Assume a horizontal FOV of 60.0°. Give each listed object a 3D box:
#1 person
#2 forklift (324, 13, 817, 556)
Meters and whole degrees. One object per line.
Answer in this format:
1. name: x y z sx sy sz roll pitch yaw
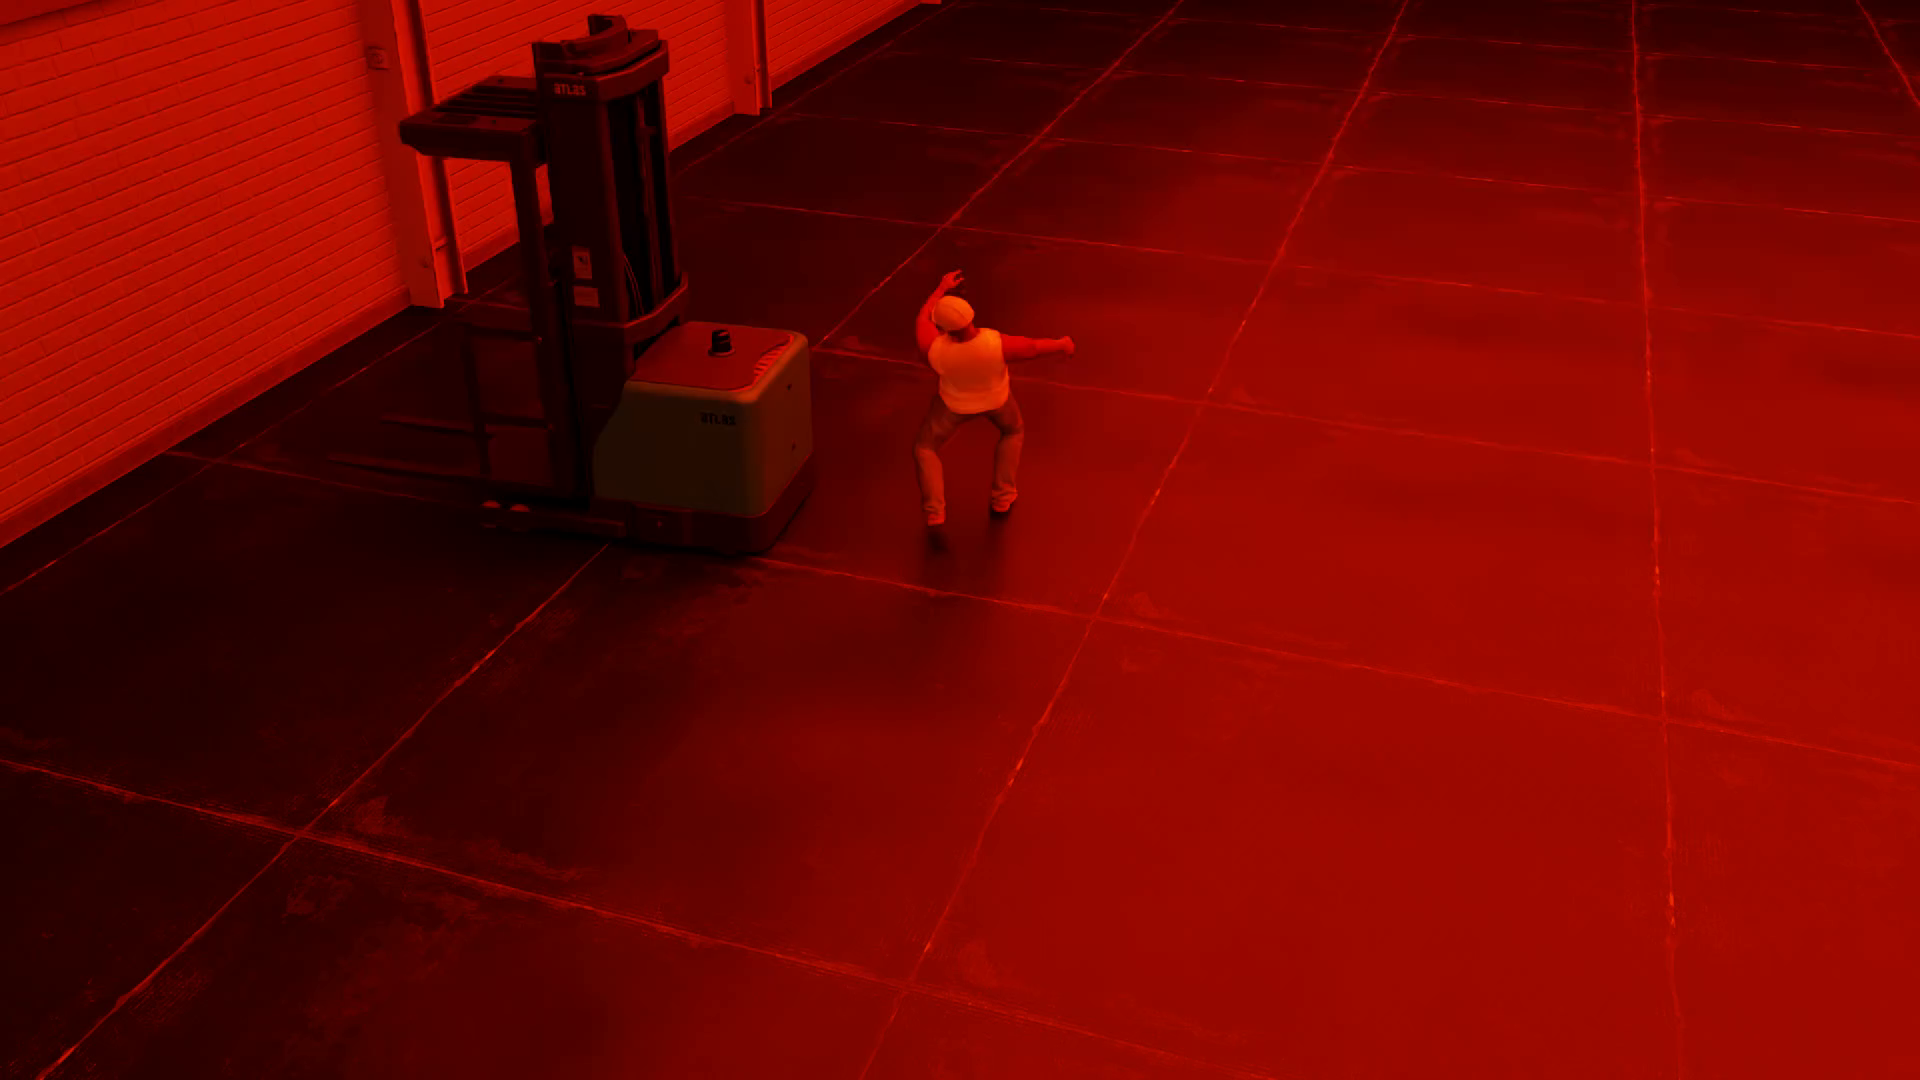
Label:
1. person: 0.213 -0.884 10.078 1.057 1.520 0.779 -7 30 -12
2. forklift: -2.487 -1.566 9.884 3.031 2.935 1.130 7 30 13
